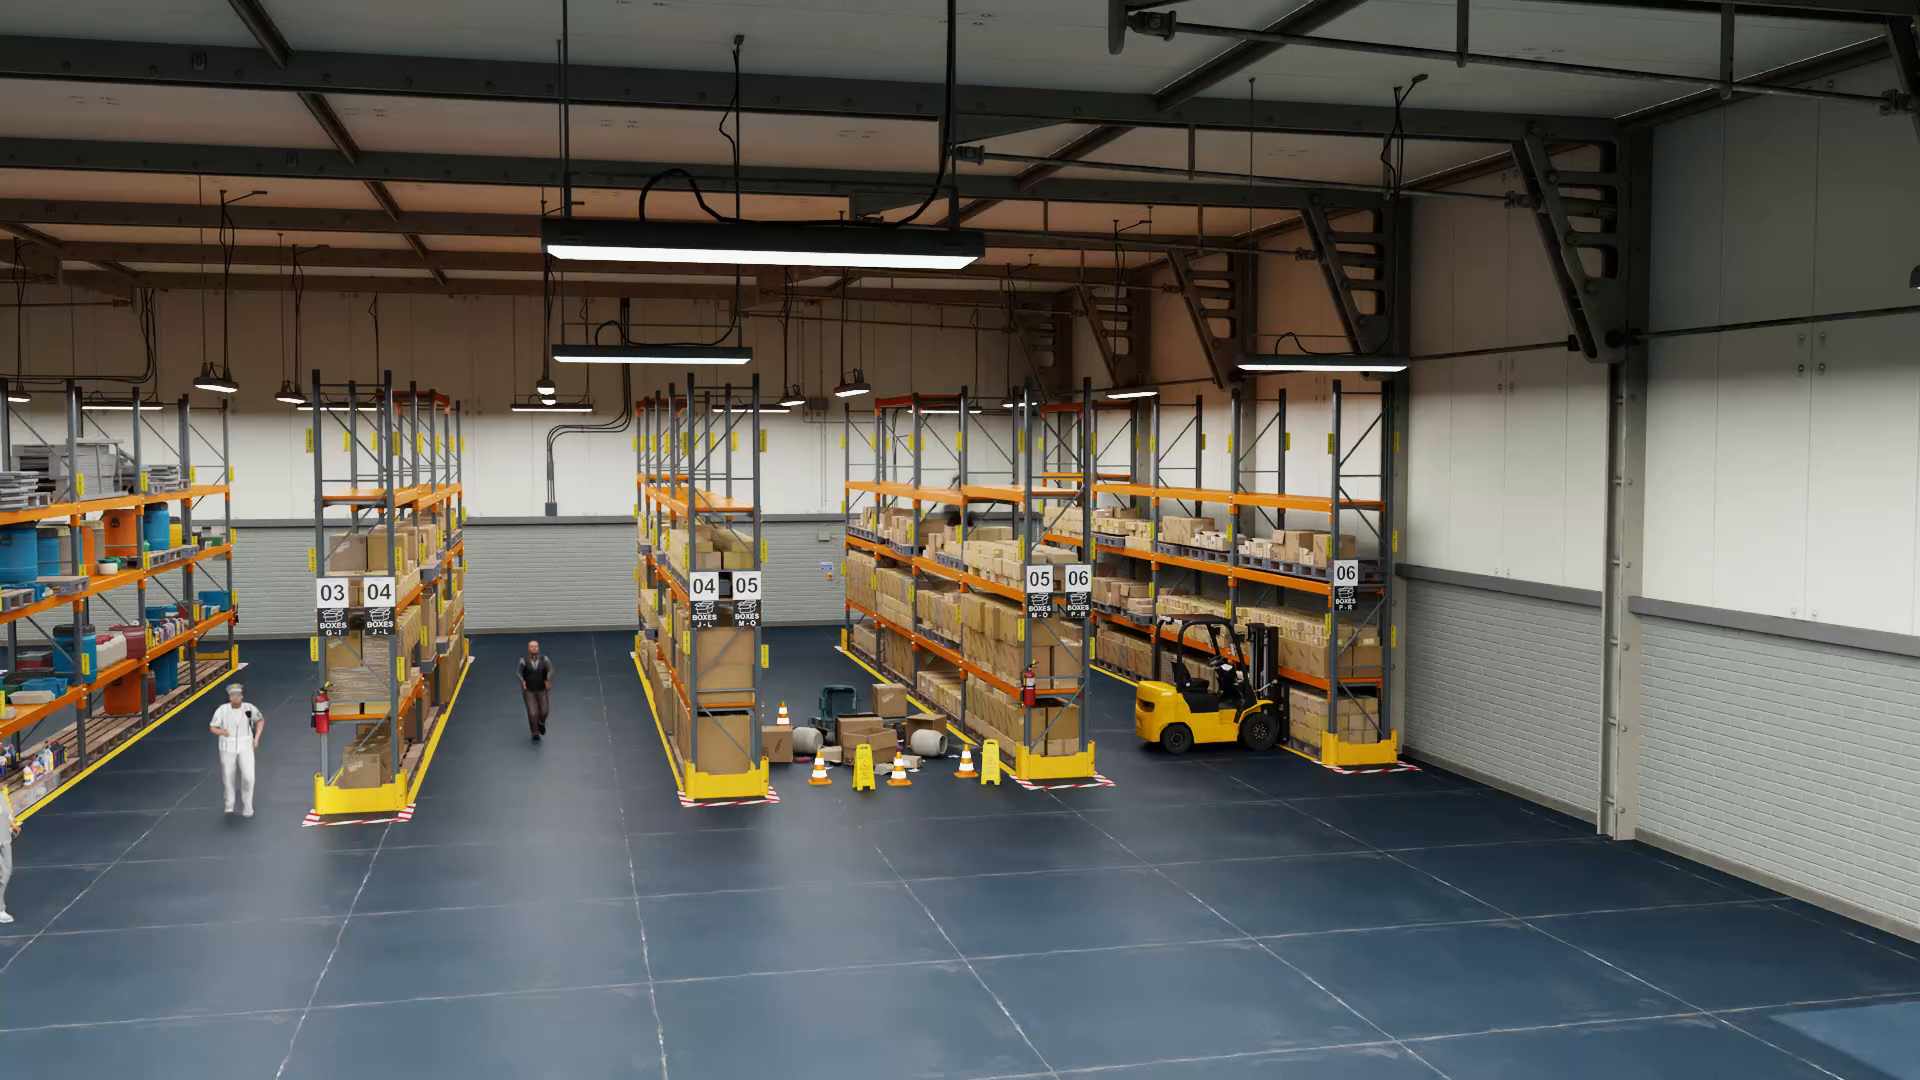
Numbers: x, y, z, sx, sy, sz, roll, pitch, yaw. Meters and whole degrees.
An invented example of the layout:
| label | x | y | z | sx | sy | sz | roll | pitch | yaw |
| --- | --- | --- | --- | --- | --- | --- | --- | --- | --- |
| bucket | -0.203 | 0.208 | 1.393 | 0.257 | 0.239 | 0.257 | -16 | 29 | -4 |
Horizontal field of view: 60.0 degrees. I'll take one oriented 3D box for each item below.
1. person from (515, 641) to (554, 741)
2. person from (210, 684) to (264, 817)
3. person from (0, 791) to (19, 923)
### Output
| label | x | y | z | sx | sy | sz | roll | pitch | yaw |
| --- | --- | --- | --- | --- | --- | --- | --- | --- | --- |
| person | -7.154 | 2.581 | 28.014 | 0.638 | 1.599 | 0.547 | -1 | 3 | -19 |
| person | -9.700 | 2.843 | 22.335 | 0.669 | 1.844 | 0.663 | -1 | 4 | -24 |
| person | -10.232 | 3.218 | 17.503 | 0.636 | 1.580 | 0.539 | 1 | 3 | 17 |
